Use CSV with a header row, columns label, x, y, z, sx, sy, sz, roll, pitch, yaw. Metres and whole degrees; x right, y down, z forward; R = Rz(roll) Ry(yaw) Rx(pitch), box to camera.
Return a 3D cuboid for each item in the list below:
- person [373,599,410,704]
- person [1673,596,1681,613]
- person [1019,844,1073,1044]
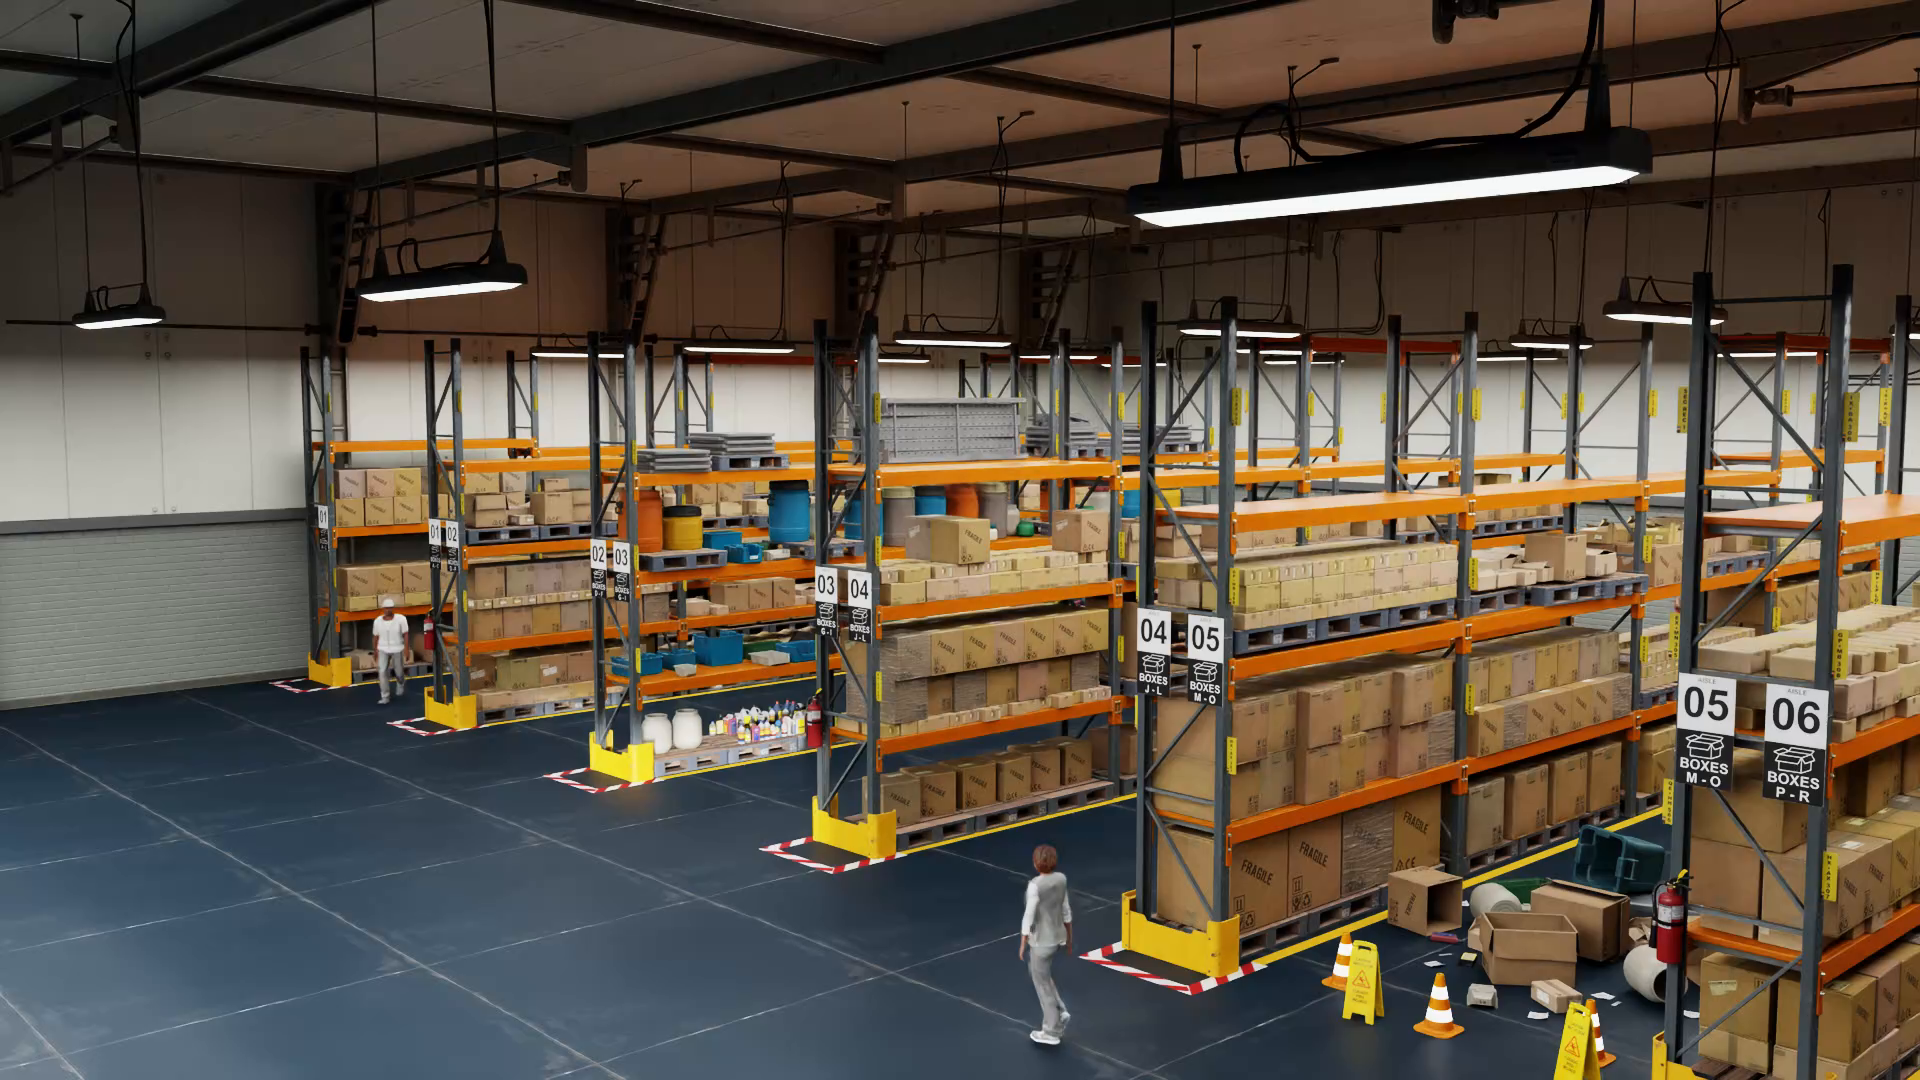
label,x,y,z,sx,sy,sz,roll,pitch,yaw
person,-9.522,1.837,27.851,0.612,1.731,0.913,-1,5,-6
person,12.521,1.799,28.746,0.508,1.665,1.064,-4,6,-37
person,0.651,3.191,13.185,0.405,1.594,0.417,3,6,34
